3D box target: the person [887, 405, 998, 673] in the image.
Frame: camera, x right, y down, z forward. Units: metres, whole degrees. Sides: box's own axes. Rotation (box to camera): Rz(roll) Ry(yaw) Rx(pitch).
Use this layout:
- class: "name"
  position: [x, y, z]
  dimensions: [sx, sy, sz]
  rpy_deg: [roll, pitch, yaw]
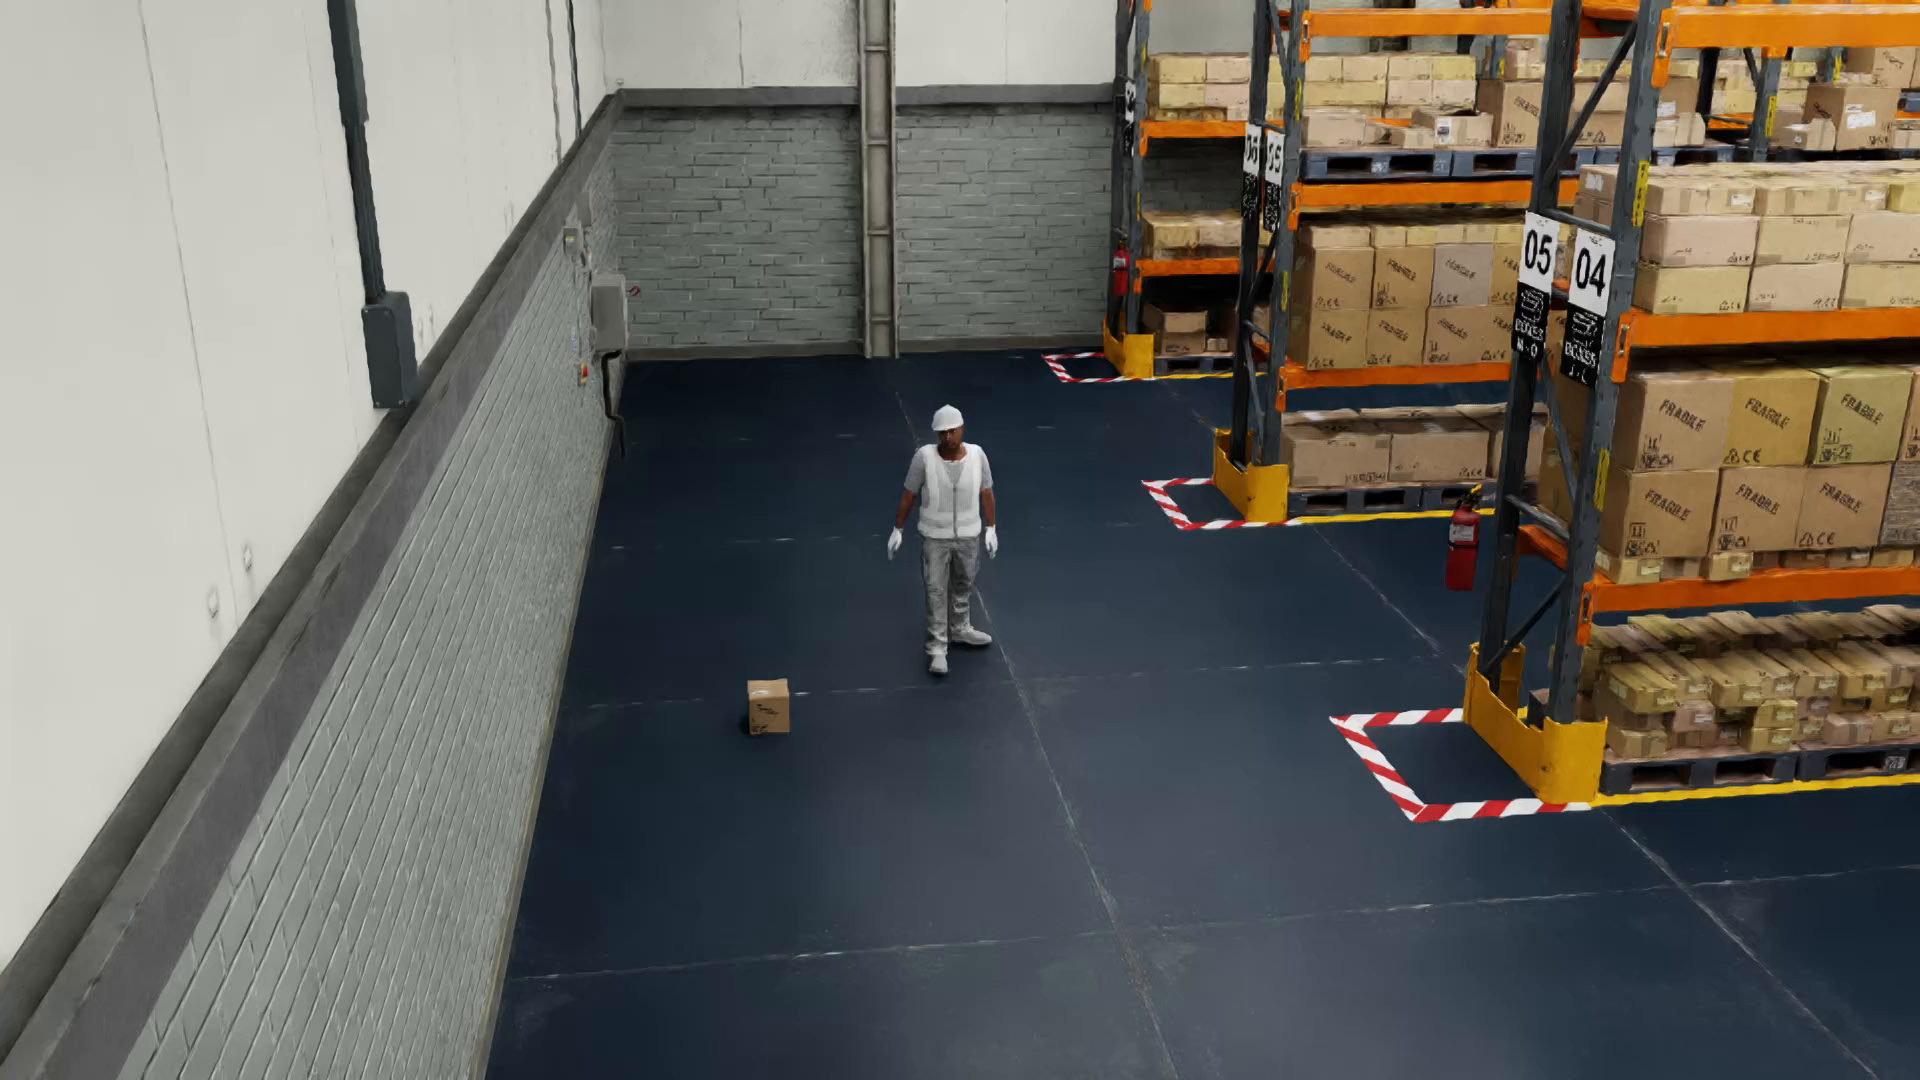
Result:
- class: "person"
  position: [-0.110, -0.024, 11.095]
  dimensions: [0.765, 1.788, 0.635]
  rpy_deg: [-6, 21, -16]
